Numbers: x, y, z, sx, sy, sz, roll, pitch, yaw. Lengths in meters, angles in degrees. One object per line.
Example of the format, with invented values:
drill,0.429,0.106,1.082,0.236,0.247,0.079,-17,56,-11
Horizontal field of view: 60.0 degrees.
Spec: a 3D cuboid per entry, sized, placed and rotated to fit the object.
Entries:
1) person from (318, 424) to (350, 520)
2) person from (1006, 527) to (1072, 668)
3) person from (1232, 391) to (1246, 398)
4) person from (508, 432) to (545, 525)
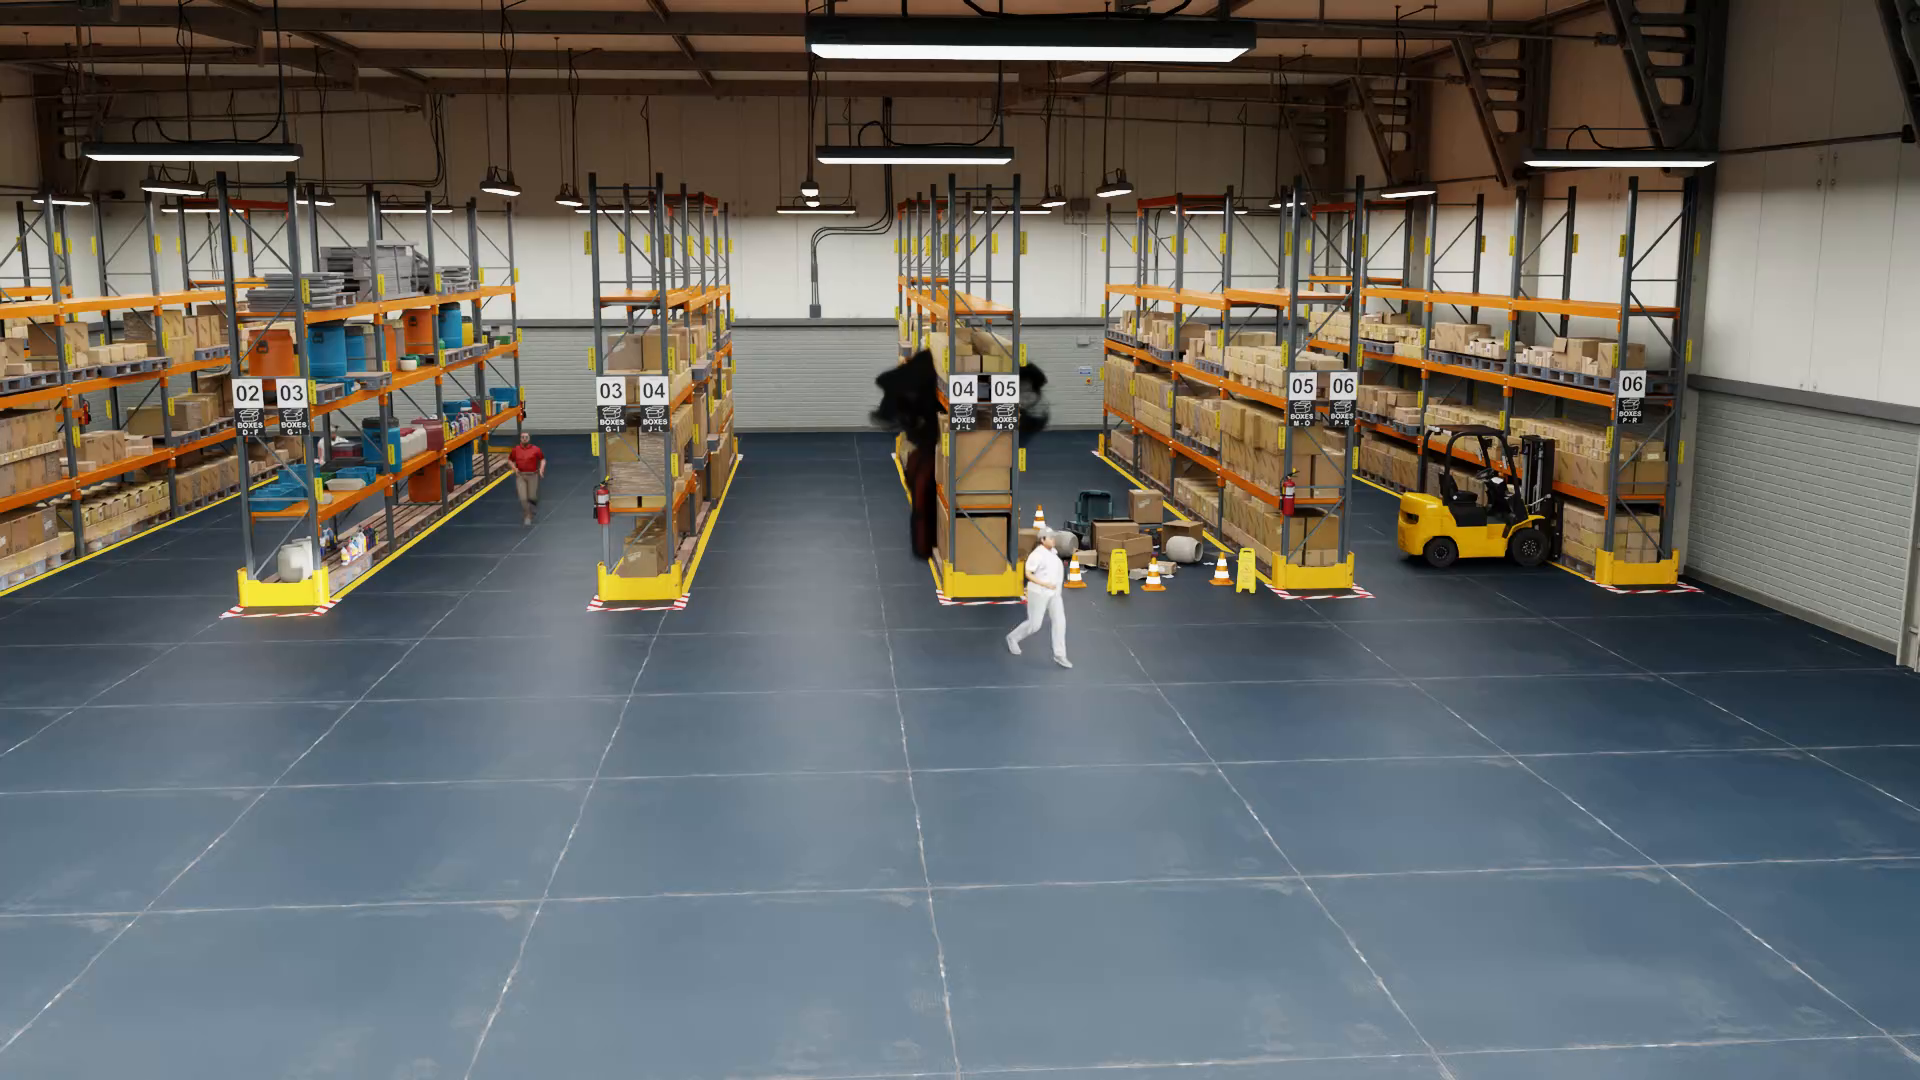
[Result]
person,-11.654,-1.305,31.099,0.663,1.786,0.963,-2,10,-9
person,1.033,0.672,20.159,0.959,1.650,0.643,9,13,42
person,6.557,-2.760,39.246,0.617,1.849,0.792,-4,11,-24
person,-7.900,-1.133,30.343,0.665,1.688,0.603,-2,10,-10
